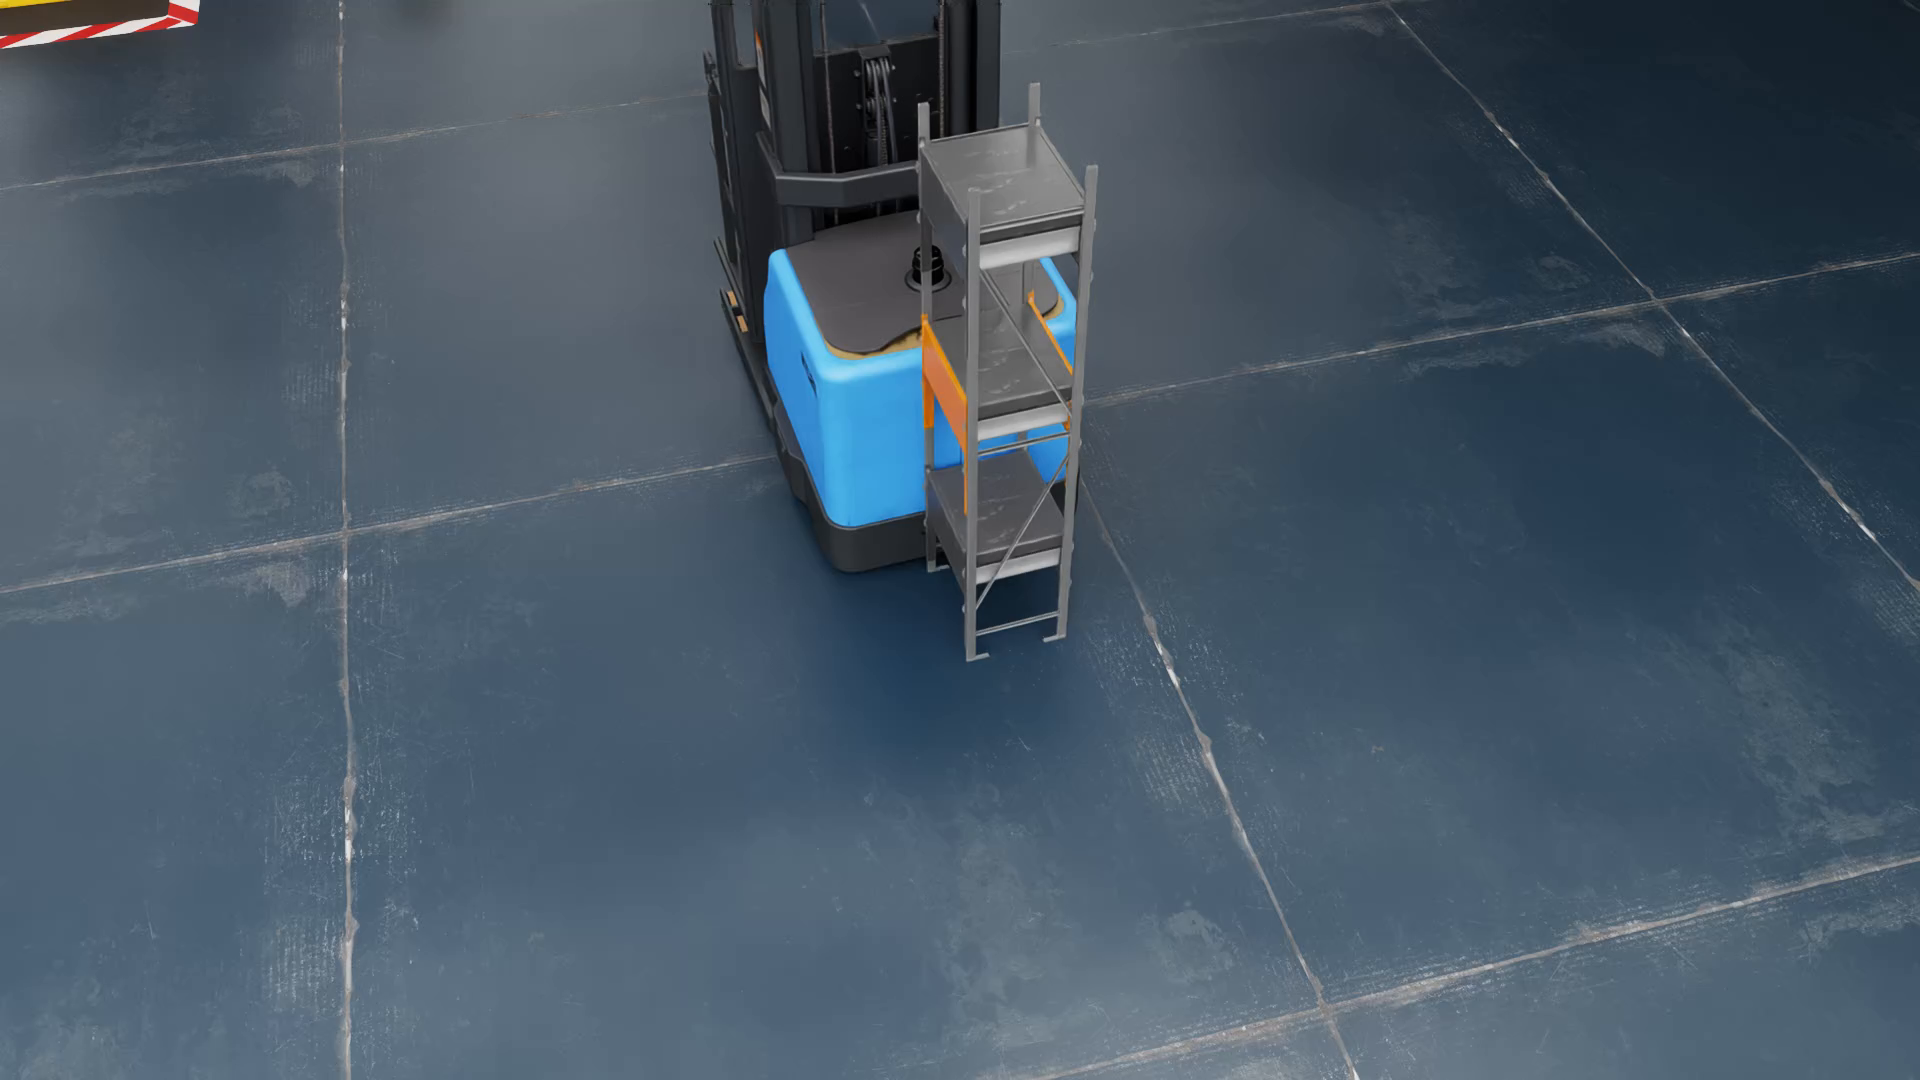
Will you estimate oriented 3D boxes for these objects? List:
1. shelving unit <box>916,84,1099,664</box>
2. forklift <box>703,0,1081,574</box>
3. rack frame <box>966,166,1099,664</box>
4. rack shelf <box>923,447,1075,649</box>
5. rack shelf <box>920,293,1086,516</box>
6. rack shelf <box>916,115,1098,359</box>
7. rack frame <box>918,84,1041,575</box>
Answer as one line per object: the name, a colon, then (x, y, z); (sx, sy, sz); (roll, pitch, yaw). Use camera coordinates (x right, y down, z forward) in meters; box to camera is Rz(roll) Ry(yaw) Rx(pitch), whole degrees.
shelving unit: (0.140, -0.480, 5.750); (0.431, 2.100, 0.503); (-13, 47, -13)
forklift: (-0.467, -1.967, 6.625); (1.130, 2.935, 3.031); (-13, 47, -13)
rack frame: (0.217, -0.315, 5.588); (0.400, 2.100, 0.015); (-13, 47, -13)
rack shelf: (0.140, 0.020, 6.260); (0.431, 0.518, 0.480); (-13, 47, -13)
rack shelf: (0.140, -0.470, 5.760); (0.431, 0.518, 0.480); (-13, 47, -13)
rack shelf: (0.140, -0.960, 5.260); (0.431, 0.518, 0.480); (-13, 47, -13)
rack frame: (0.063, -0.645, 5.912); (0.400, 2.100, 0.015); (-13, 47, -13)
